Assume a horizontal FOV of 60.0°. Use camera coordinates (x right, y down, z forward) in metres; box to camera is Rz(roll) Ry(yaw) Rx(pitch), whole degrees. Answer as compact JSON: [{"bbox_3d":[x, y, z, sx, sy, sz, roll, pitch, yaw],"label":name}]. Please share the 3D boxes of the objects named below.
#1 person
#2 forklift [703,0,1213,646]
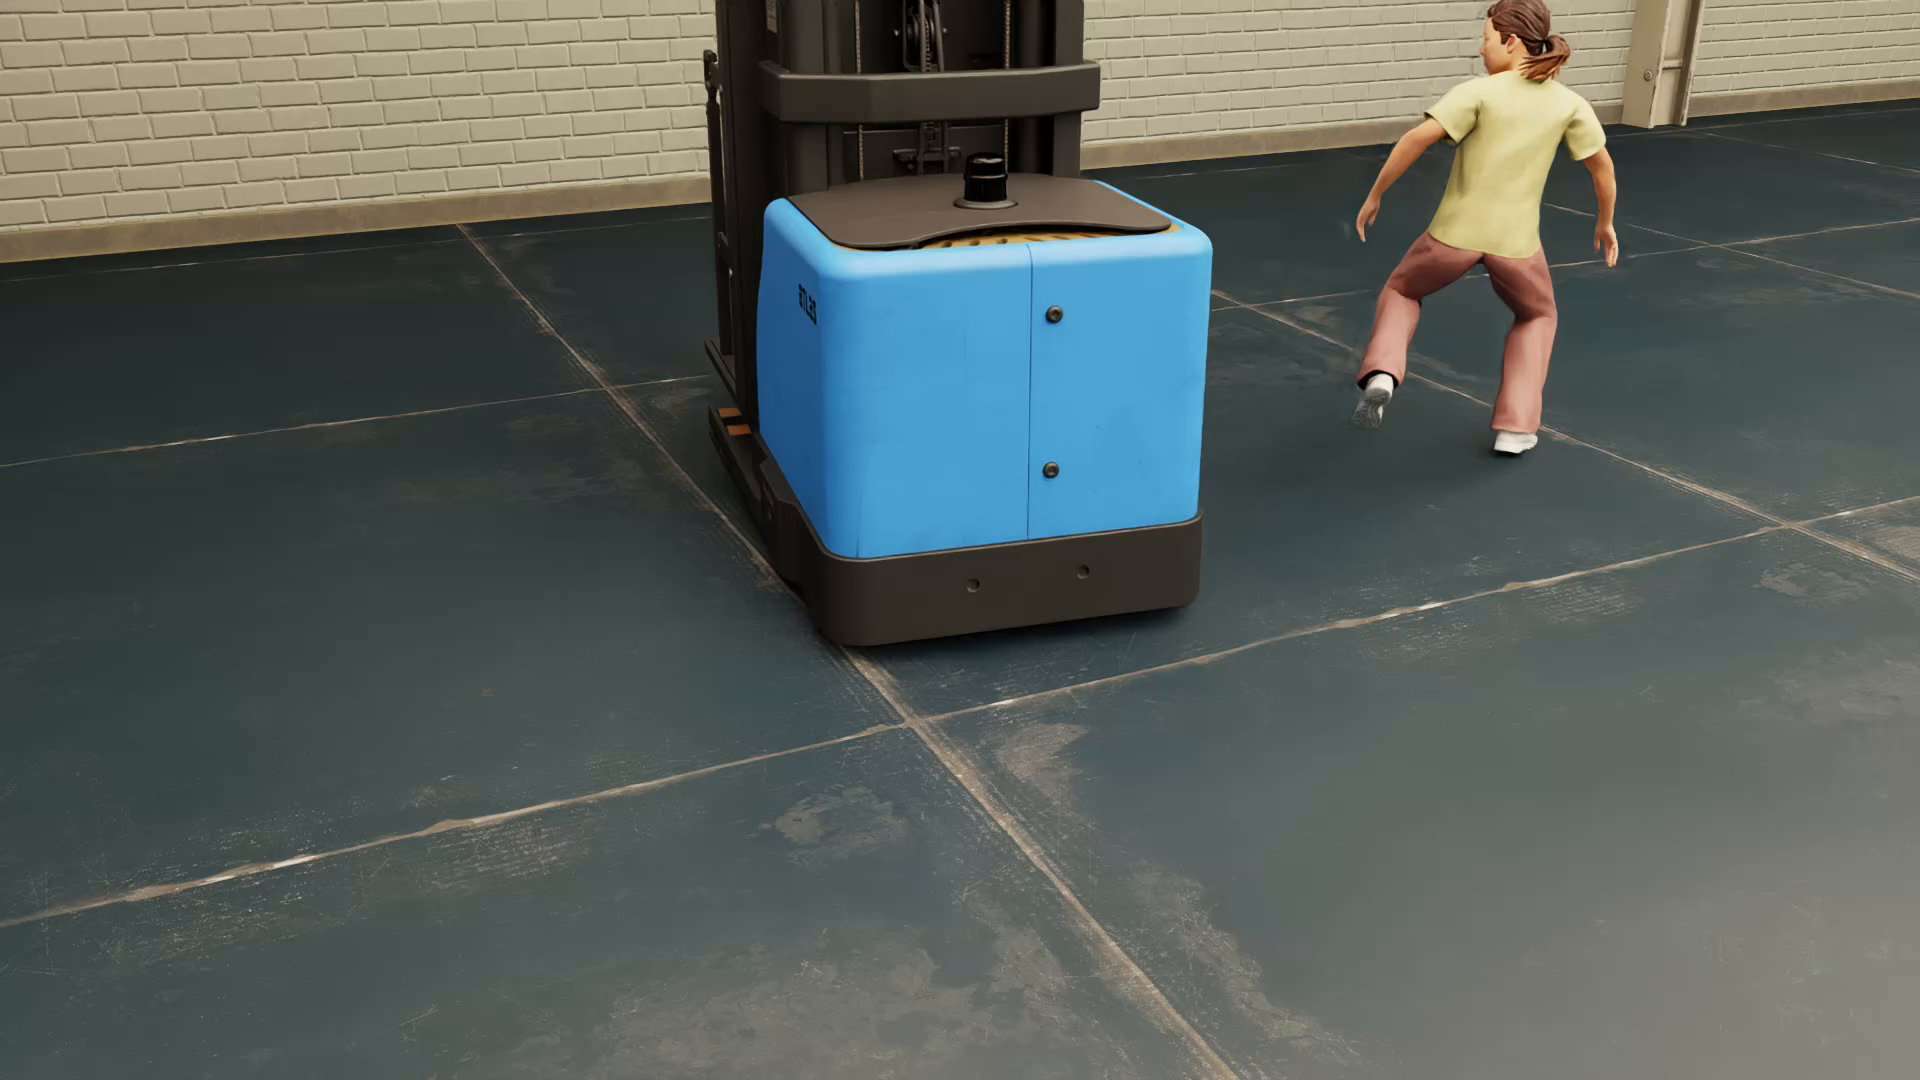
[{"bbox_3d":[1.788,-1.035,5.629,0.890,1.561,0.496,4,23,10],"label":"person"},{"bbox_3d":[-0.251,-1.618,5.180,1.130,2.935,3.031,-6,23,-15],"label":"forklift"}]
